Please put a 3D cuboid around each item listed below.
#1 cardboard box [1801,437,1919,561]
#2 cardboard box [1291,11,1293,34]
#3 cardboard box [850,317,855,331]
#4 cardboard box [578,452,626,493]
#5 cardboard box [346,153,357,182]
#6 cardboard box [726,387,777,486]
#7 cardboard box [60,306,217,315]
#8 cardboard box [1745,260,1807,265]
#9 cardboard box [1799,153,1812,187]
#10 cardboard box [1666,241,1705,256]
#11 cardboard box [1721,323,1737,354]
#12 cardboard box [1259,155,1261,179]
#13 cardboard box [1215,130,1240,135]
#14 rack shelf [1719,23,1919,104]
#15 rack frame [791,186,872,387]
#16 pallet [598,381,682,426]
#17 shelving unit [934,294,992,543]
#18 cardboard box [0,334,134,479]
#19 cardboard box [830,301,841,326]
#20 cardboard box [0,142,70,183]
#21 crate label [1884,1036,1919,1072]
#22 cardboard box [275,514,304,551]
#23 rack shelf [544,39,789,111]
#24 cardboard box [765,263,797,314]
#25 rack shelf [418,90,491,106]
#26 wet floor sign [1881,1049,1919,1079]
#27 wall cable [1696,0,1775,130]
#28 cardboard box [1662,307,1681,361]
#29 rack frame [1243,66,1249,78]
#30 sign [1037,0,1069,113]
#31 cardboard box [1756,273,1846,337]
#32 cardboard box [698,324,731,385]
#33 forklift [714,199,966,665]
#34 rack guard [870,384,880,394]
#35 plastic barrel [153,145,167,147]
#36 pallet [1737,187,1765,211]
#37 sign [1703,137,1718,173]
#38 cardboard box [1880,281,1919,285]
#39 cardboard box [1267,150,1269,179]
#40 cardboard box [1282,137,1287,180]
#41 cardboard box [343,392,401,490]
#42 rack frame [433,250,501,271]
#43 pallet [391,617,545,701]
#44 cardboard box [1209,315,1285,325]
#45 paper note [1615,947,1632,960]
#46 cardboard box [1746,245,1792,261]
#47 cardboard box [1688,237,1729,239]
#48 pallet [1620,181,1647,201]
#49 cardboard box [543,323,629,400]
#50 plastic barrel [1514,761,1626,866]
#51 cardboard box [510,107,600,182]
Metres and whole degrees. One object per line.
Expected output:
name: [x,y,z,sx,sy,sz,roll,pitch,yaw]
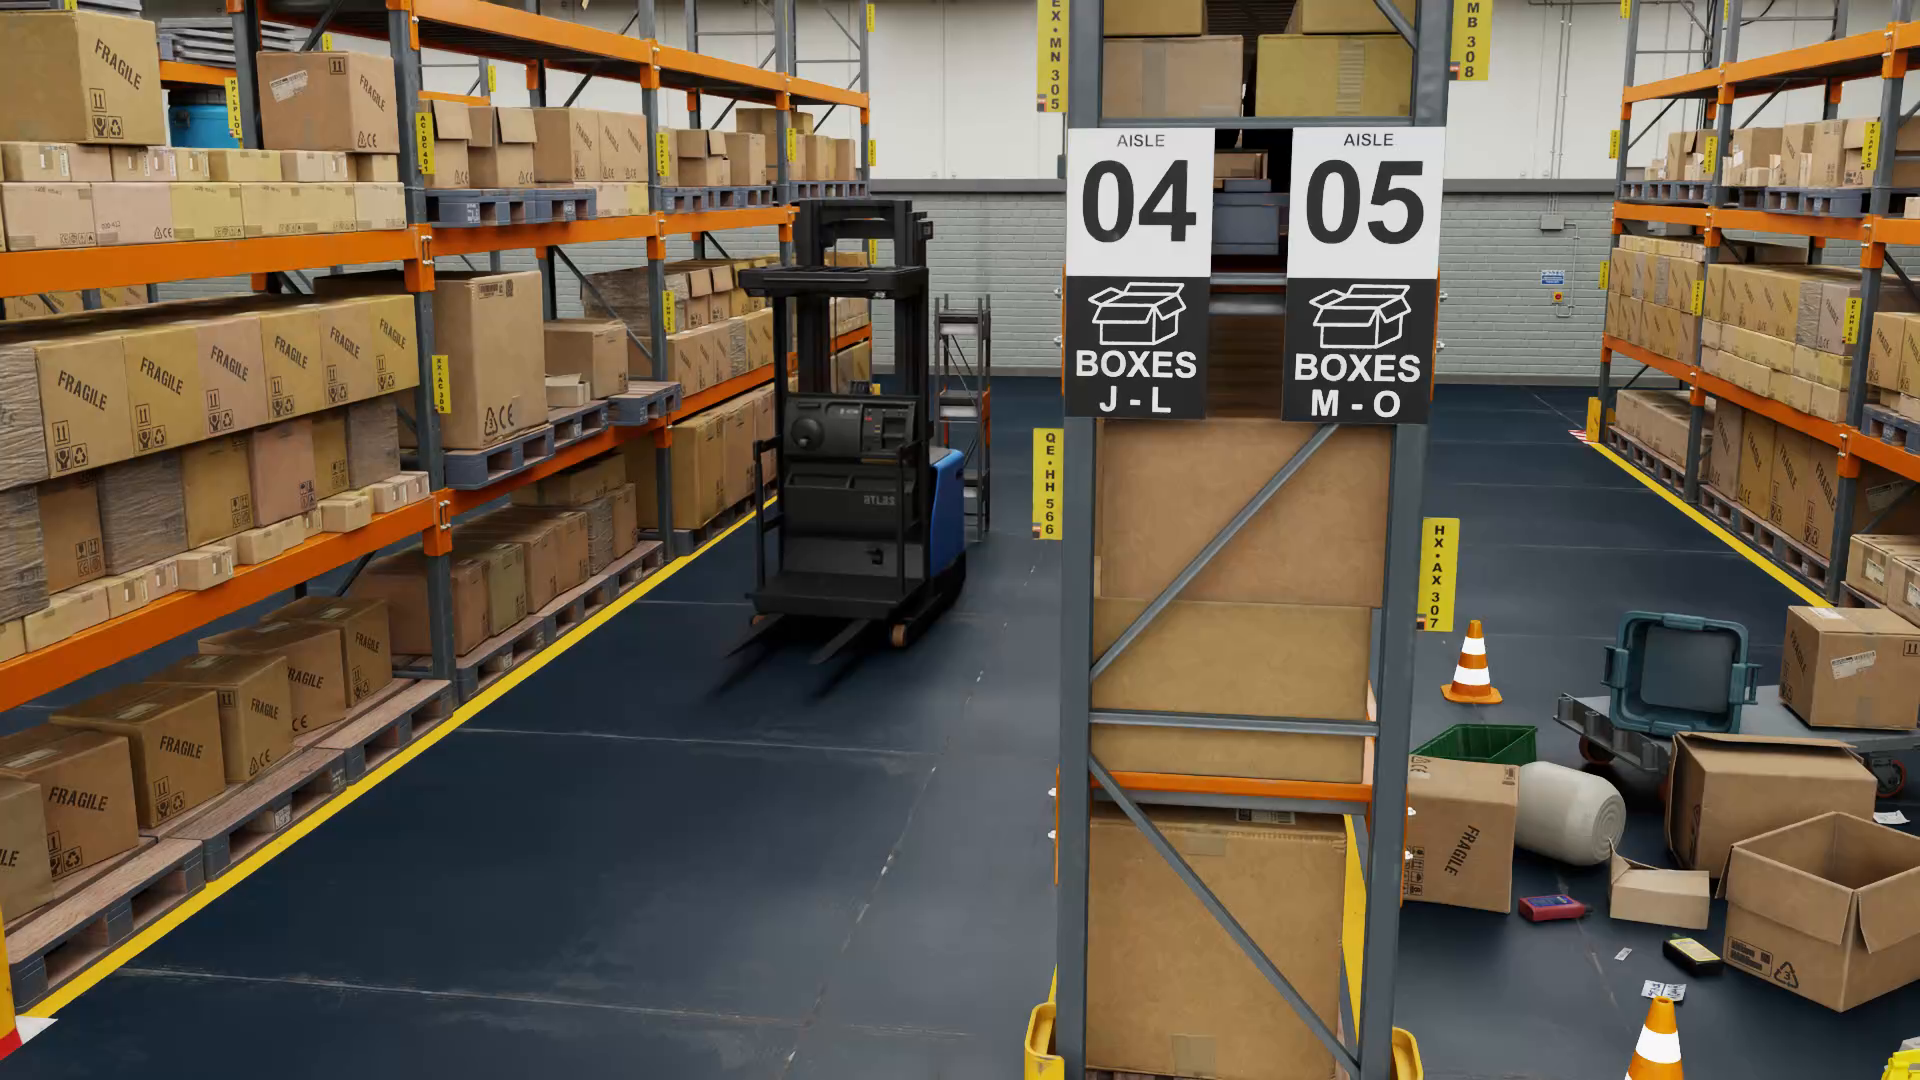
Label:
cardboard box: [7.121,-0.293,12.780,0.875,0.875,0.875,2,12,8]
cardboard box: [1.280,-1.664,5.444,0.380,0.149,0.250,2,12,9]
cardboard box: [-1.476,-2.606,20.060,0.380,0.149,0.250,2,12,10]
cardboard box: [-2.933,-0.526,12.922,0.500,0.250,0.500,2,12,11]
cardboard box: [-3.370,-1.932,8.628,0.380,0.149,0.250,2,12,9]
cardboard box: [-2.460,-0.986,15.994,1.225,0.875,0.875,1,12,7]
cardboard box: [-3.948,-0.863,8.062,0.500,0.500,0.500,2,12,9]
cardboard box: [7.860,-2.447,16.117,0.500,0.500,0.500,2,12,9]
cardboard box: [6.799,-2.889,12.982,0.396,0.266,0.258,2,12,7]
cardboard box: [7.540,-3.011,17.196,0.380,0.149,0.250,2,12,7]
cardboard box: [7.149,-1.797,14.882,0.500,0.250,0.500,2,12,10]
cardboard box: [1.815,-2.098,9.349,0.250,0.149,0.380,2,12,9]
cardboard box: [0.672,-1.467,5.476,0.500,0.250,0.500,2,12,9]
rack shelf: [7.240,-3.787,13.363,1.077,0.370,4.000,2,12,9]
rack frame: [-1.629,-2.972,21.163,1.000,3.000,0.127,2,12,9]
pallet: [-2.864,-1.061,12.751,1.213,0.211,1.003,2,12,9]
shelving unit: [0.025,-1.061,14.432,0.431,2.100,0.503,2,12,9]
cardboard box: [-3.652,-0.534,6.533,0.500,0.500,0.500,2,12,9]
cardboard box: [-1.674,-2.614,19.154,0.500,0.250,0.500,2,12,9]
cardboard box: [-3.654,-1.441,6.348,0.380,0.149,0.250,2,12,11]
crate label: [3.404,1.817,5.736,0.250,0.136,0.298,-5,13,-21]
cardboard box: [-3.459,-0.038,8.146,0.380,0.149,0.250,2,12,9]
rack shelf: [-2.552,-4.108,14.853,1.077,0.370,4.000,2,12,9]
cardboard box: [-1.918,-2.669,17.629,0.500,0.500,0.500,2,12,9]
rack shelf: [-6.831,-5.101,19.462,1.077,0.370,4.000,2,12,9]
wet floor sign: [2.748,1.762,4.787,0.267,0.644,0.232,0,12,-1]
wall cable: [12.249,-6.672,24.003,2.988,3.039,0.133,2,12,9]
cardboard box: [7.440,-2.079,16.783,0.500,0.500,0.500,2,12,7]
rack frame: [2.026,-4.057,11.960,1.000,3.000,0.127,2,12,9]
sign: [0.262,-1.340,4.559,0.100,0.325,0.005,2,12,9]
cardboard box: [6.992,-1.954,13.832,0.500,0.500,0.500,2,12,8]
cardboard box: [-2.363,-1.662,14.847,0.500,0.500,0.500,2,12,8]
forklift: [-0.809,-0.797,11.233,1.130,2.935,3.031,3,13,14]
rack guard: [-1.625,-1.755,21.449,1.175,0.500,0.348,2,12,9]
plastic barrel: [-7.630,-3.579,15.541,0.433,0.535,0.433,0,12,0]
pallet: [7.456,-2.998,14.620,0.805,0.209,1.217,1,12,6]
sign: [6.999,-3.593,15.512,0.100,0.325,0.005,2,12,9]
cardboard box: [7.317,-1.721,12.750,0.500,0.500,0.500,2,12,9]
cardboard box: [1.671,-1.804,7.984,0.380,0.149,0.250,2,12,8]
cardboard box: [1.320,-1.328,5.779,0.380,0.149,0.250,2,12,9]
cardboard box: [-3.605,-0.576,9.104,0.875,0.500,0.500,2,12,9]
rack frame: [-6.523,-3.132,21.908,1.000,3.000,0.127,2,12,9]
pallet: [-3.356,0.727,10.618,1.003,0.211,1.213,2,12,9]
cardboard box: [1.320,-0.818,8.248,0.875,0.550,0.550,2,12,9]
paper note: [2.679,1.671,6.714,0.032,0.001,0.123,10,15,38]
cardboard box: [7.876,-2.784,16.141,0.380,0.149,0.250,2,12,9]
cardboard box: [8.254,-3.263,18.364,0.380,0.149,0.250,2,12,10]
pallet: [8.059,-3.919,18.648,1.003,0.211,1.213,2,12,9]
cardboard box: [-2.890,-1.327,12.299,0.700,0.500,0.500,4,13,17]
plastic barrel: [2.752,1.253,7.673,0.421,0.421,0.512,-10,16,-40]
cardboard box: [-2.845,-2.749,11.585,0.500,0.500,0.500,2,12,10]
